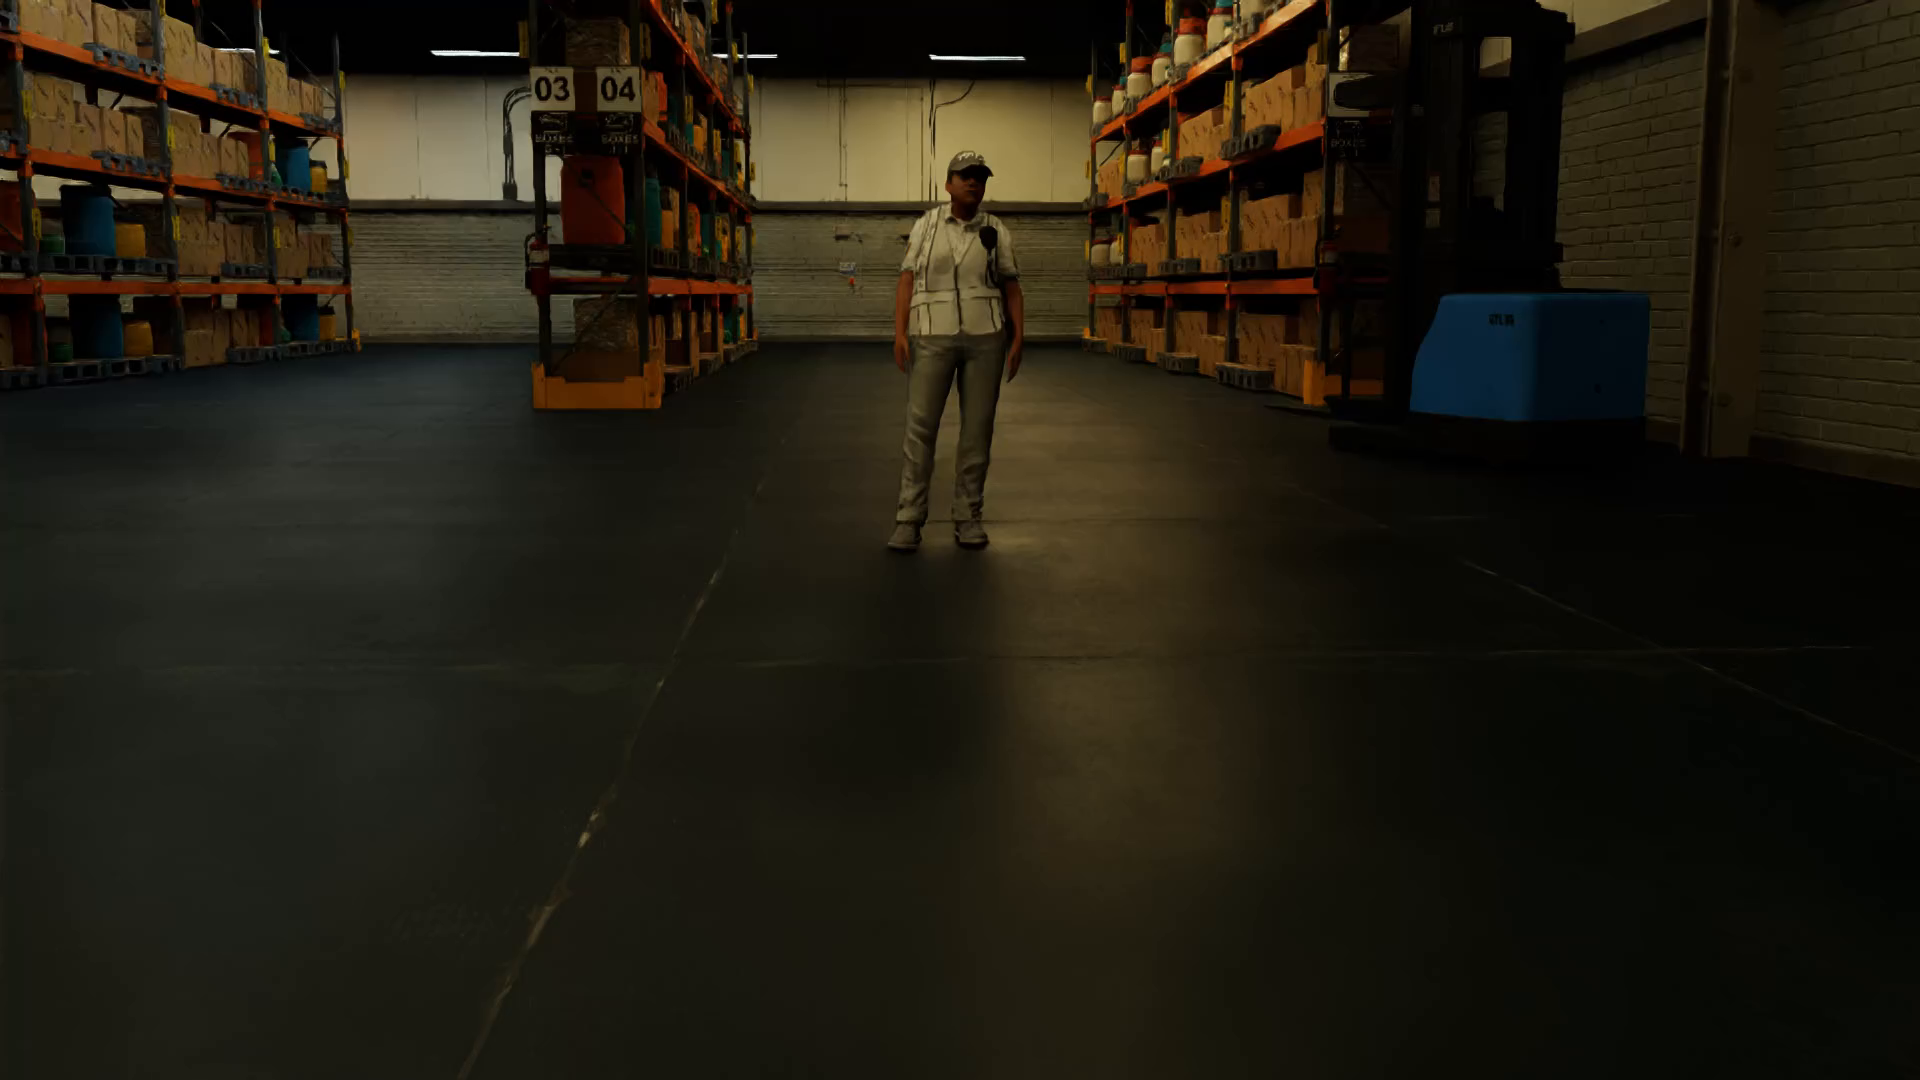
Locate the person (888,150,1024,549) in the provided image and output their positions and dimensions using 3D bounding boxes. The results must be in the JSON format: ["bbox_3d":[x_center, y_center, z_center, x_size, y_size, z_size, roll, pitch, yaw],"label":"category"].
[{"bbox_3d":[-0.018,-0.820,7.109,0.598,1.669,0.529,-1,8,-4],"label":"person"}]

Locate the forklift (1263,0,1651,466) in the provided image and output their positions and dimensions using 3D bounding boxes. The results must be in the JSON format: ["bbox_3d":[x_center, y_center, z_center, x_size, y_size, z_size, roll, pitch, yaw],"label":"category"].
[{"bbox_3d":[3.239,-2.082,11.352,1.130,2.935,3.031,-4,9,-23],"label":"forklift"}]
